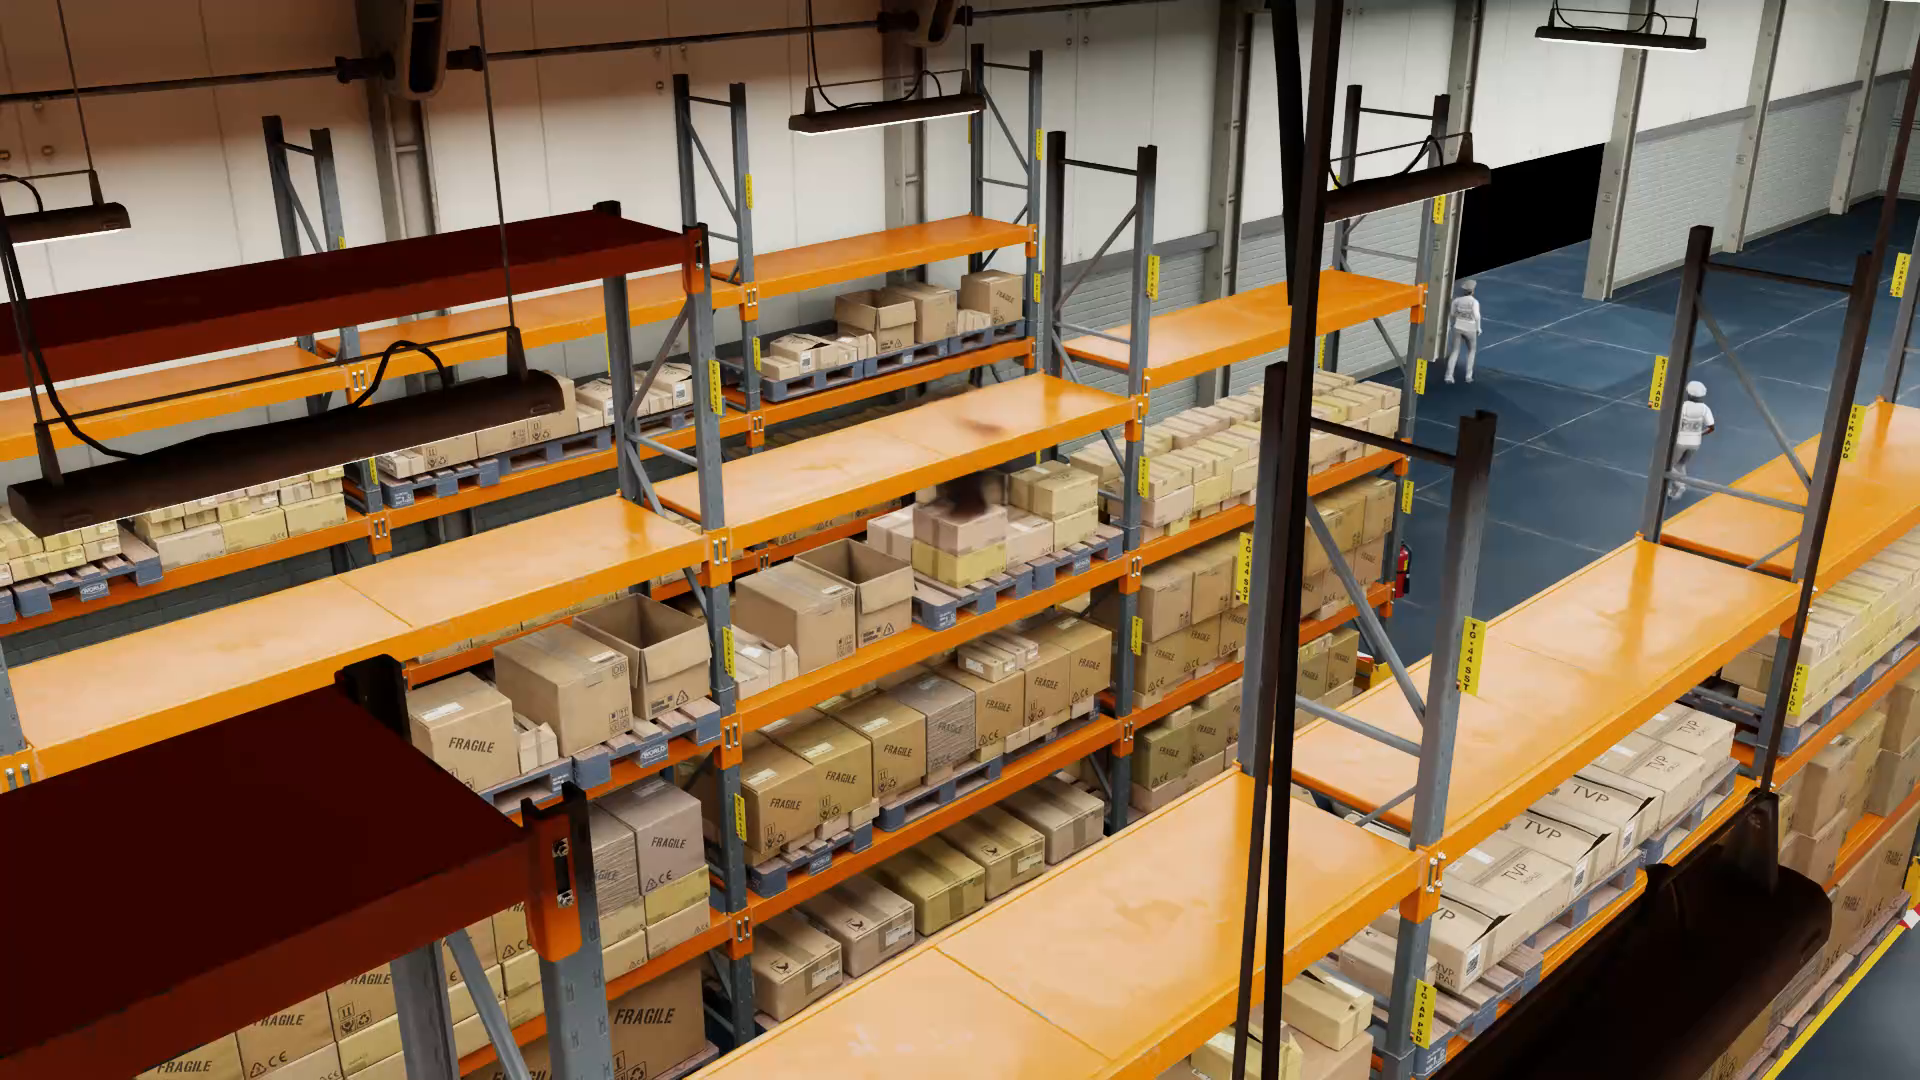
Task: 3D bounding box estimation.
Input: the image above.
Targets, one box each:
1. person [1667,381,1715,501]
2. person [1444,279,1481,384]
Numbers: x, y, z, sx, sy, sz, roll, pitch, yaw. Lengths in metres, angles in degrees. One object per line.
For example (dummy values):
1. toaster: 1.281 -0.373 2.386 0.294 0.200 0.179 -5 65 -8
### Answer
1. person: 9.510 -1.267 21.757 0.580 1.650 0.687 0 22 1
2. person: 8.061 -3.296 26.603 0.589 1.747 0.785 15 27 32
